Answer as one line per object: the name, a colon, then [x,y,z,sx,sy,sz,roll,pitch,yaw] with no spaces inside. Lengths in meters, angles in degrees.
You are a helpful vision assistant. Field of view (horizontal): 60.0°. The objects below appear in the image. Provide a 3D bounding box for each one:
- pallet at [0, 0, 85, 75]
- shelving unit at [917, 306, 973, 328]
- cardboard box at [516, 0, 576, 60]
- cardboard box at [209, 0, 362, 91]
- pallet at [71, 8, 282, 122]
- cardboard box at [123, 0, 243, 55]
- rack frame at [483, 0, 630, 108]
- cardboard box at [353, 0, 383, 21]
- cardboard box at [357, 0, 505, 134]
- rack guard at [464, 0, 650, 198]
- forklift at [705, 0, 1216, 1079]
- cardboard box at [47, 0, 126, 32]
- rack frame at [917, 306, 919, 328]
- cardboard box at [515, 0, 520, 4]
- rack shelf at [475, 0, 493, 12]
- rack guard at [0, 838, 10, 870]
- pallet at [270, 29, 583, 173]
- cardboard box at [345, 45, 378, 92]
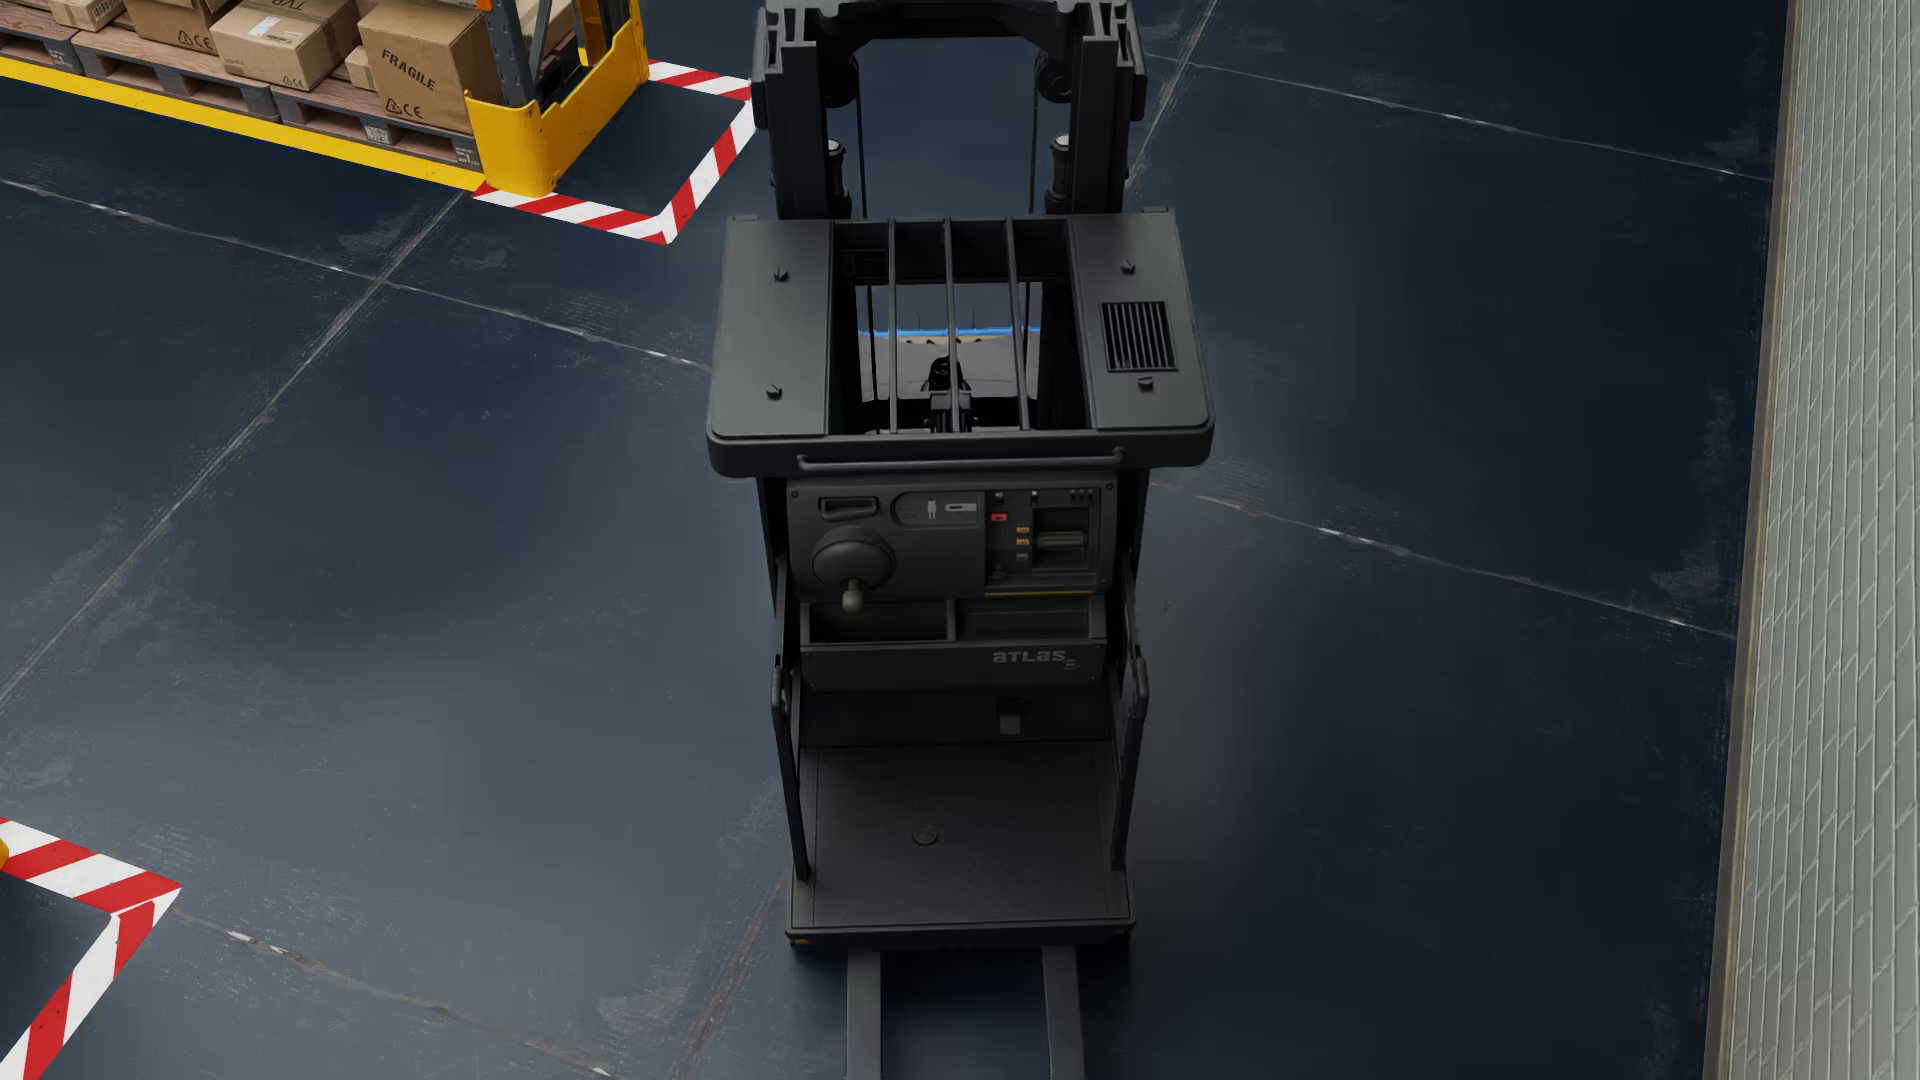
pallet: [-5.008,-3.016,9.091,1.213,0.211,1.003,16,51,13]
shelving unit: [-0.054,-0.484,6.440,0.210,0.900,0.258,0,49,0]
cardboard box: [-2.174,-2.626,8.503,0.250,0.149,0.380,16,51,13]
cardboard box: [-3.376,-2.544,8.365,0.500,0.250,0.500,16,51,13]
pallet: [-3.860,-2.698,8.815,1.213,0.211,1.003,16,51,13]
cardboard box: [-3.888,-2.948,8.548,0.637,0.503,0.797,16,51,13]
rack frame: [-1.900,-3.063,7.286,0.127,3.000,1.000,16,51,13]
cardboard box: [-2.781,-2.781,8.570,0.500,0.250,0.500,16,51,13]
cardboard box: [-2.495,-2.356,8.036,0.500,0.500,0.500,16,51,13]
rack guard: [-1.971,-2.264,8.248,0.348,0.500,1.175,16,51,13]
forklift: [-0.011,0.109,4.583,1.130,2.935,3.031,-1,49,-1]
cardboard box: [-4.519,-2.844,8.680,0.250,0.166,0.380,16,51,13]
rack frame: [-0.155,-0.483,6.440,0.006,0.900,0.240,0,49,0]
cardboard box: [-2.408,-2.698,8.553,0.250,0.166,0.380,16,51,13]
rack shelf: [-3.776,-3.351,8.012,4.000,0.370,1.077,16,51,13]
rack guard: [-3.593,1.263,5.191,0.348,0.500,1.175,16,51,13]
pallet: [-2.720,-2.377,8.538,1.213,0.211,1.003,16,51,13]
cardboard box: [-2.844,-2.416,8.310,0.250,0.166,0.380,16,51,13]
